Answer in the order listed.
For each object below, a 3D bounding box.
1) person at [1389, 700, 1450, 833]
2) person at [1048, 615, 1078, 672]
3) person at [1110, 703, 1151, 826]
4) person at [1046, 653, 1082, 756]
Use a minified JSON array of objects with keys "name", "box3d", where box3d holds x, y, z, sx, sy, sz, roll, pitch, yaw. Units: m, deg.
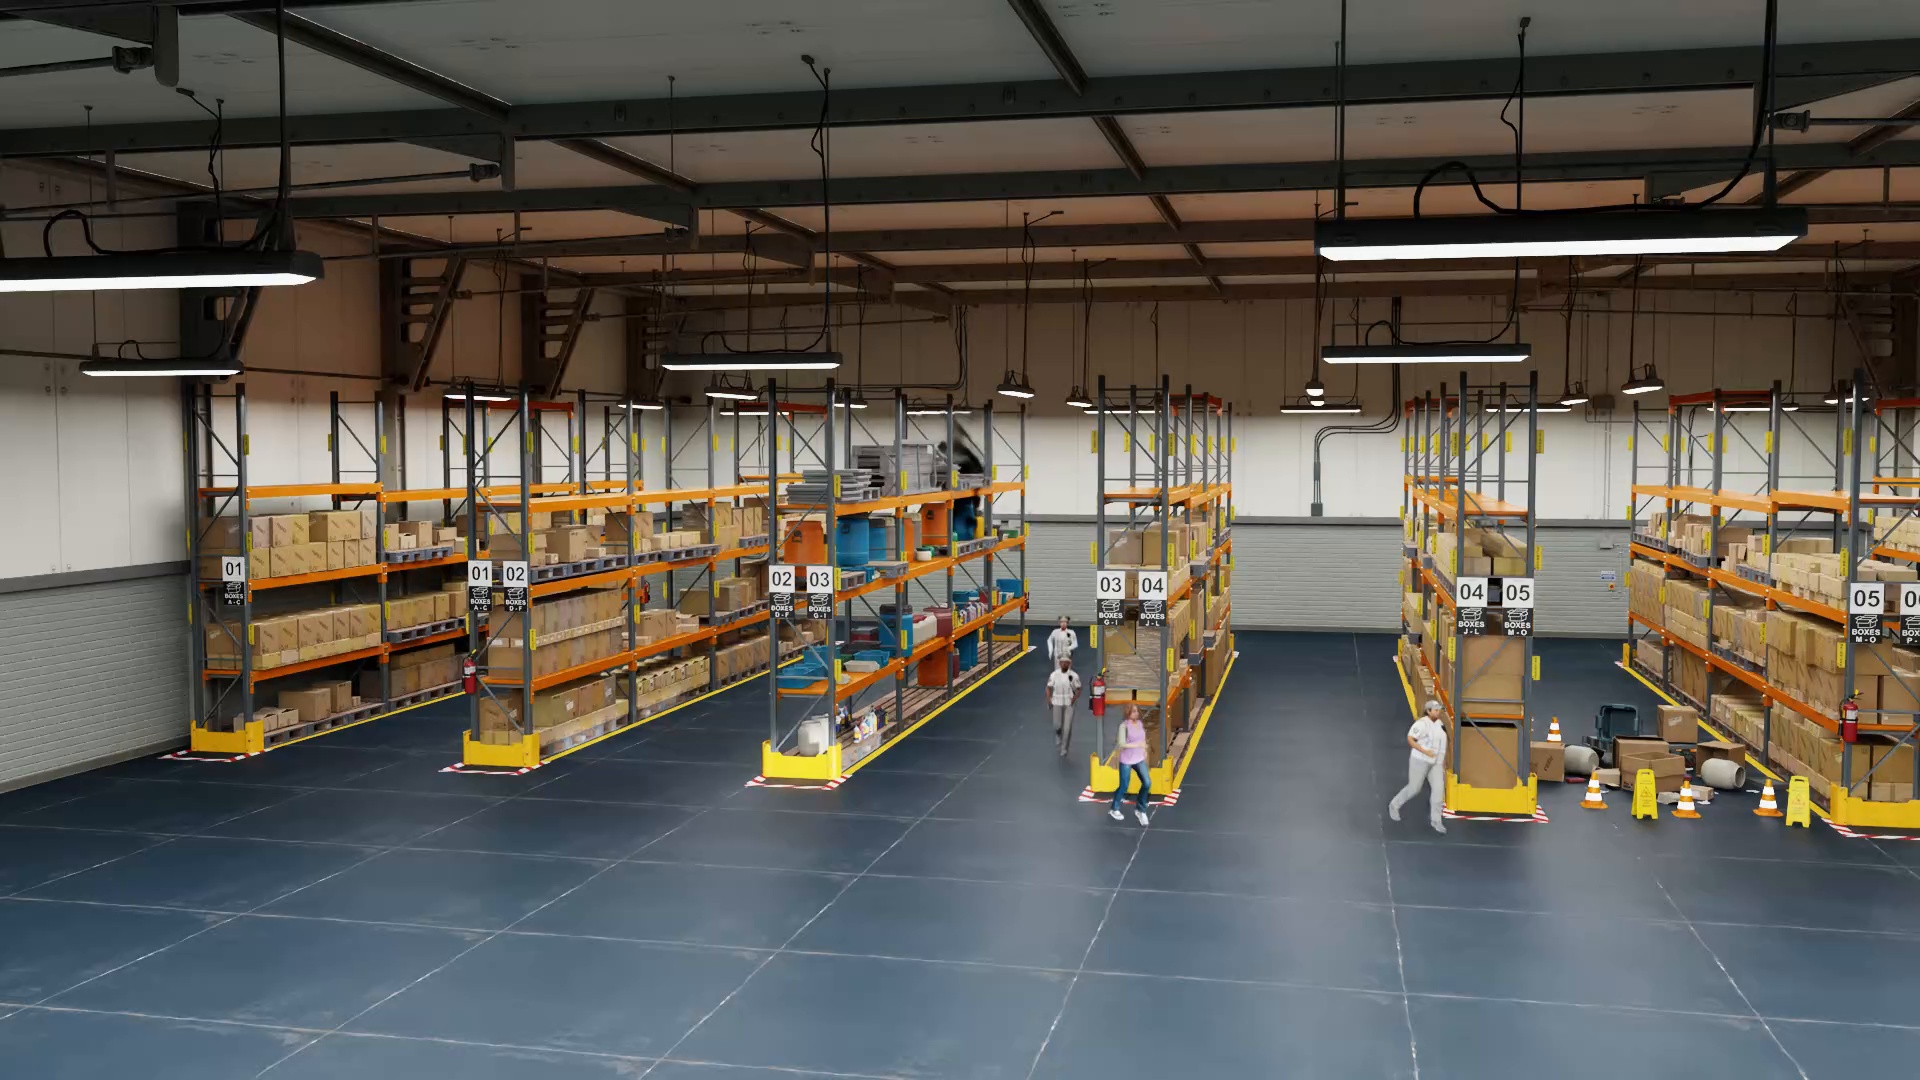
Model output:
[{"name":"person","box3d":[6.146,2.929,21.807,0.691,1.649,0.925,-2,4,-25]},{"name":"person","box3d":[2.009,2.294,32.563,0.593,1.660,0.624,0,3,3]},{"name":"person","box3d":[2.281,2.958,21.918,0.522,1.612,0.694,-2,4,-29]},{"name":"person","box3d":[1.674,2.648,26.816,0.579,1.646,0.563,0,3,6]}]
